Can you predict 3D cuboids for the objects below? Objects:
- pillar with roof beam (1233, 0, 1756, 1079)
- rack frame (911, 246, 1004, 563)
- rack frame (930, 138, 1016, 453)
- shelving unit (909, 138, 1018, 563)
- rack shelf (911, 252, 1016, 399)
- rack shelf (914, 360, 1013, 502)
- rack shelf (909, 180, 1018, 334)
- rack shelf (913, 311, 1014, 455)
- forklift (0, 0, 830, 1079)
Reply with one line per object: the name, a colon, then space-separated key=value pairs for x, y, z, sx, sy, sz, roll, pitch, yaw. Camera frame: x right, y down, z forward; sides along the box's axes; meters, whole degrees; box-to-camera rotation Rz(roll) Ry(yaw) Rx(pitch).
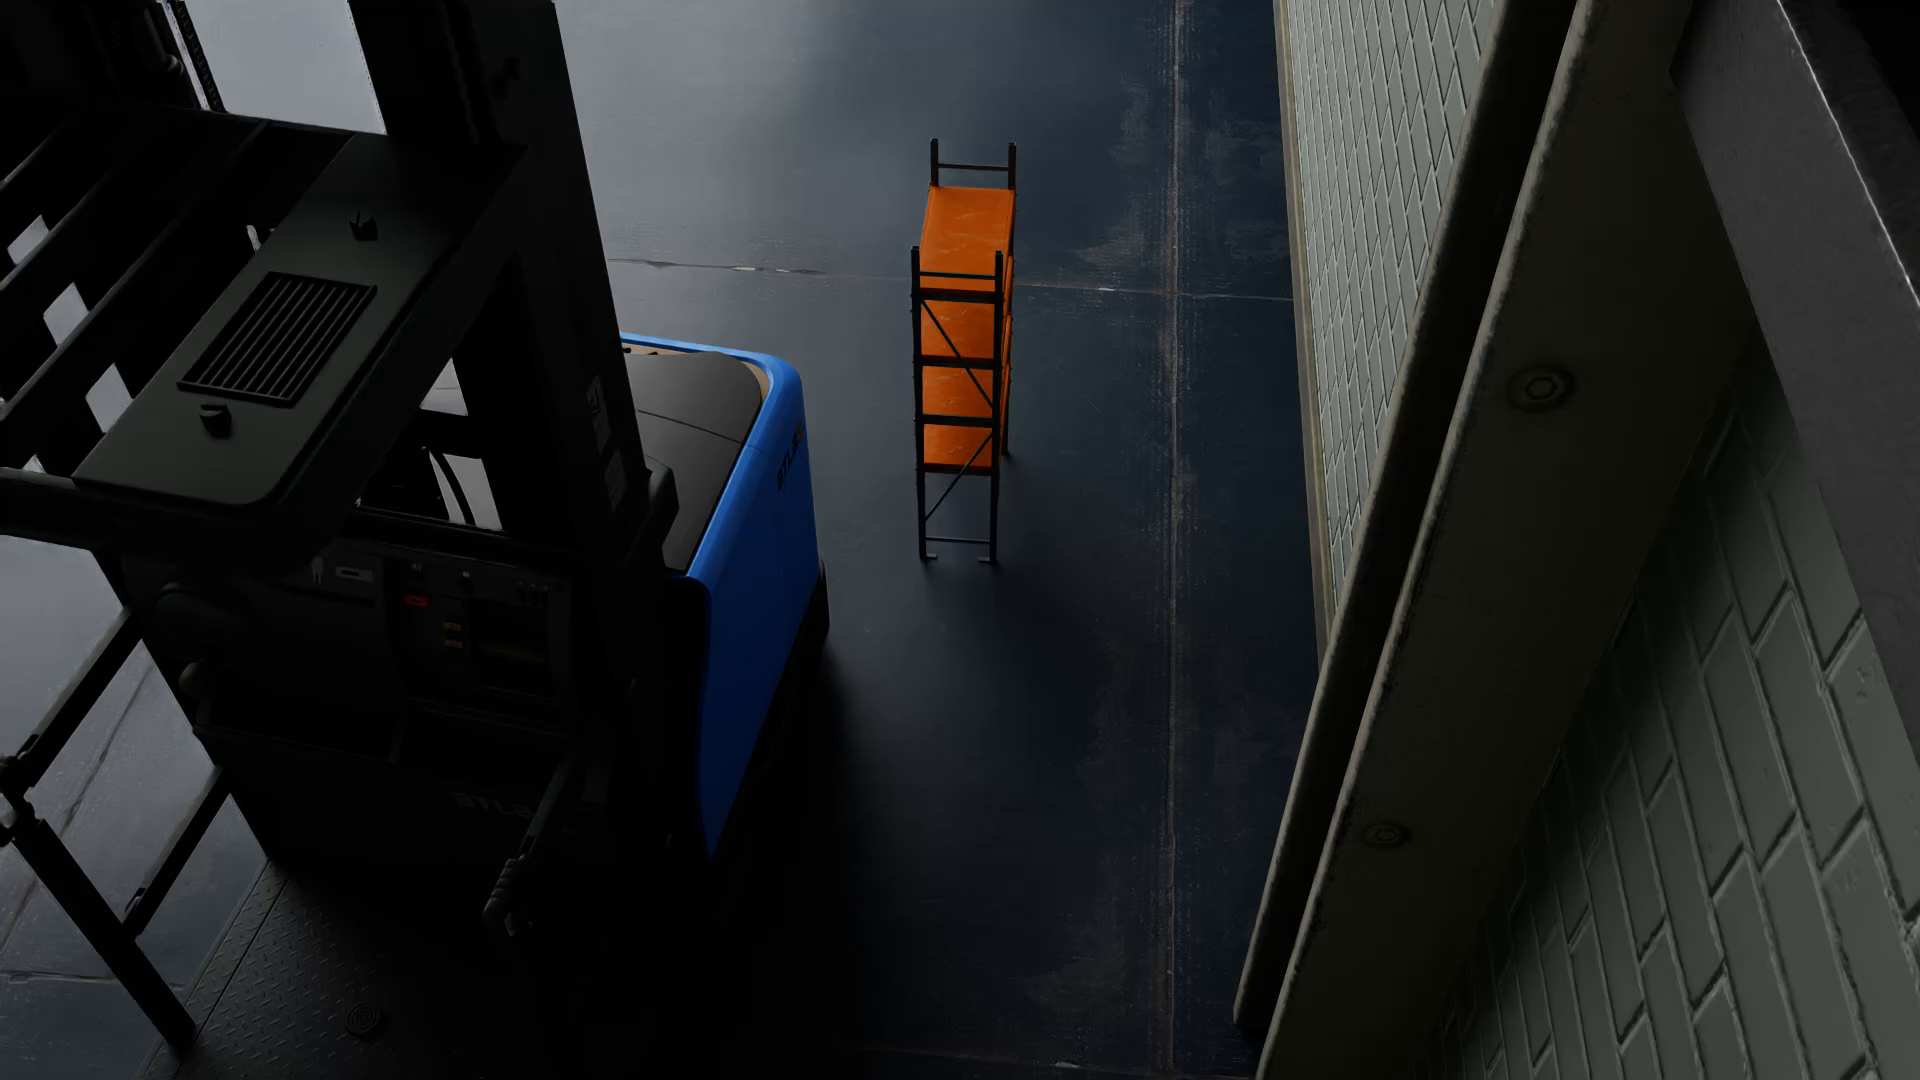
pillar with roof beam: x=-3.463 y=-2.003 z=0.984 sx=9.100 sy=9.000 sz=0.400 roll=4 pitch=48 yaw=4
rack frame: x=-0.007 y=-0.347 z=4.755 sx=0.240 sy=1.200 sz=0.015 roll=4 pitch=48 yaw=4
rack frame: x=0.037 y=-0.706 z=5.083 sx=0.240 sy=1.200 sz=0.015 roll=4 pitch=48 yaw=4
shelving unit: x=0.015 y=-0.527 z=4.919 sx=0.258 sy=1.200 sz=0.503 roll=4 pitch=48 yaw=4
rack shelf: x=0.015 y=-0.632 z=4.803 sx=0.258 sy=0.148 sz=0.480 roll=4 pitch=48 yaw=4
rack shelf: x=0.015 y=-0.347 z=5.115 sx=0.258 sy=0.148 sz=0.480 roll=4 pitch=48 yaw=4
rack shelf: x=0.015 y=-0.792 z=4.629 sx=0.258 sy=0.148 sz=0.480 roll=4 pitch=48 yaw=4
rack shelf: x=0.015 y=-0.481 z=4.968 sx=0.258 sy=0.148 sz=0.480 roll=4 pitch=48 yaw=4
forklift: x=-1.214 y=0.255 z=3.030 sx=1.130 sy=2.935 sz=3.031 roll=10 pitch=48 yaw=9
